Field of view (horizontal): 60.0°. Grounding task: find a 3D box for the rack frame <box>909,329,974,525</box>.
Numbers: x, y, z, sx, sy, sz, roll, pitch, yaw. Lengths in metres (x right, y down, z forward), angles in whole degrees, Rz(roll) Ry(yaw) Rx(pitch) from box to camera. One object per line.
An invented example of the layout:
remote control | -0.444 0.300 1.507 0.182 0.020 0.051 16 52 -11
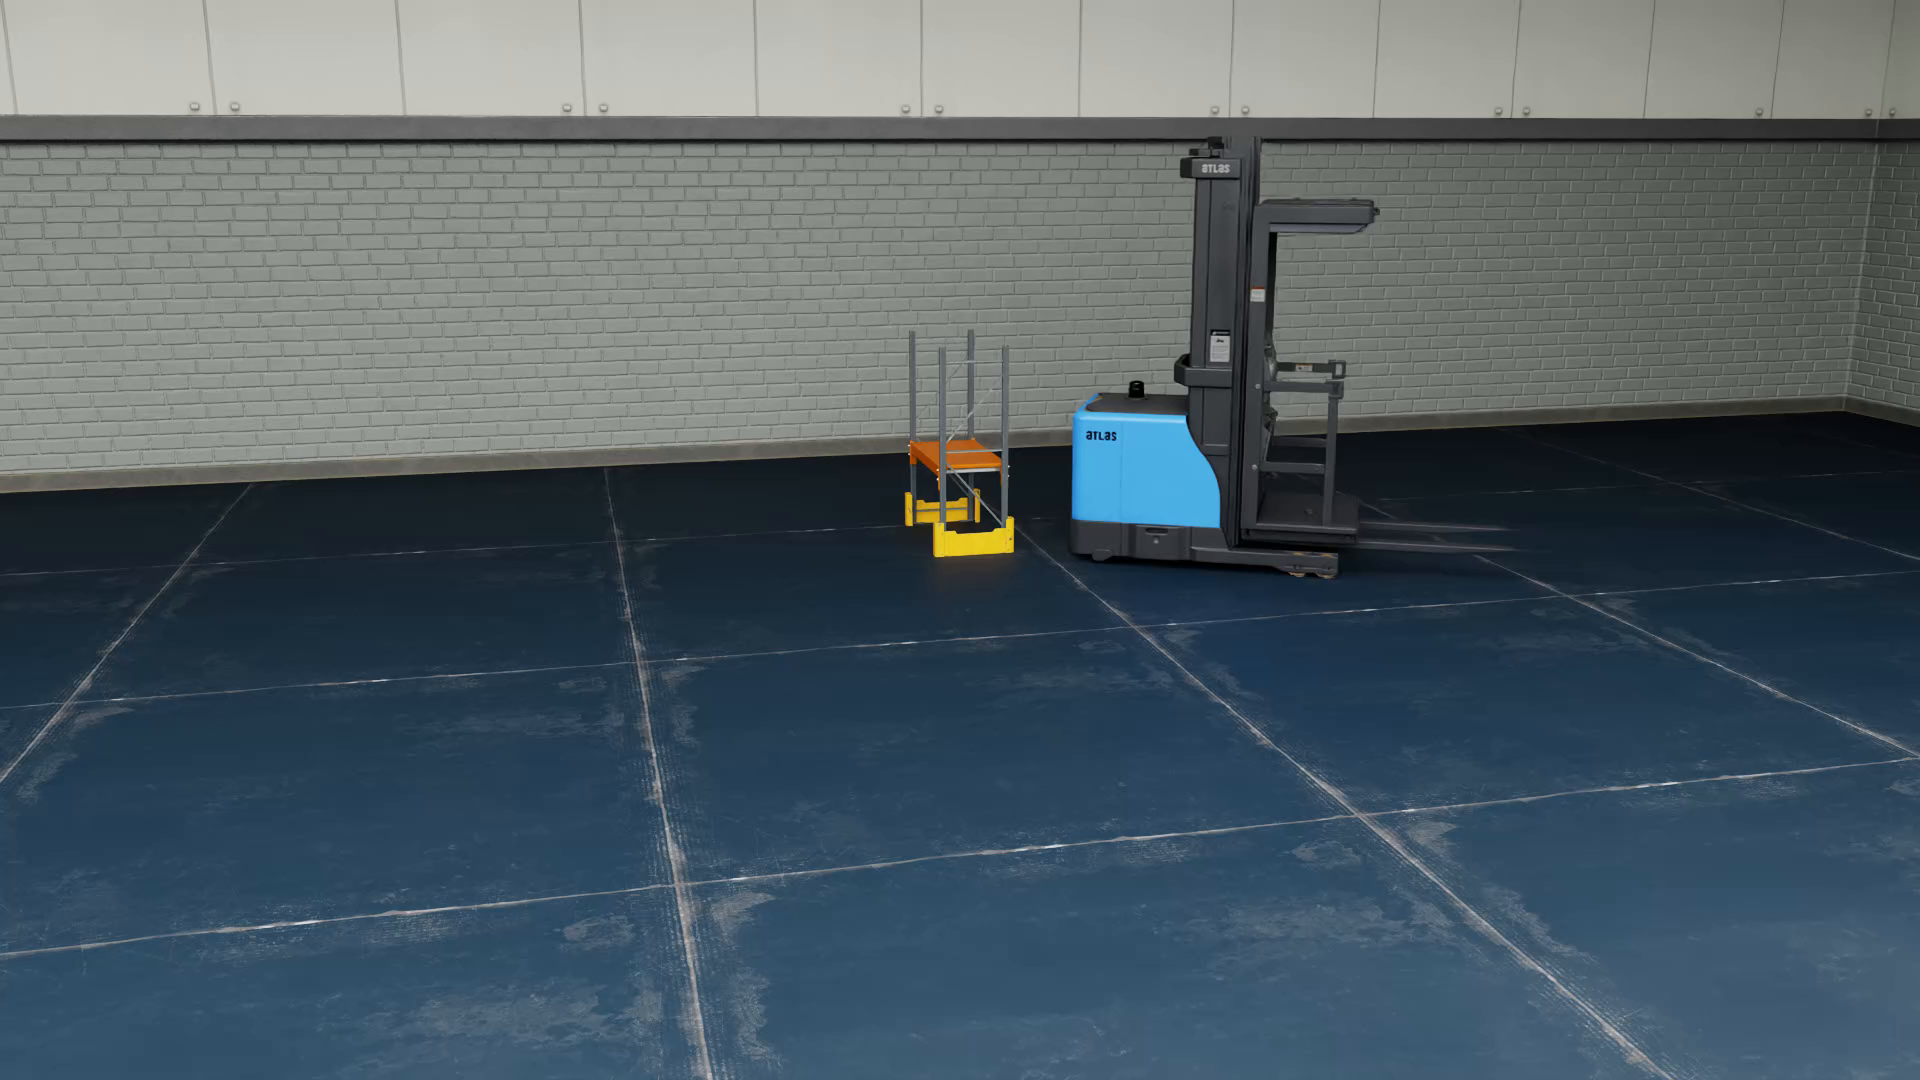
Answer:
rack frame | -0.139 -0.866 12.810 0.500 1.500 0.032 -3 14 -13

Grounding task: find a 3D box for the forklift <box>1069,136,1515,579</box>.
forklift | 2.348 -1.299 11.569 3.031 2.935 1.130 3 14 13

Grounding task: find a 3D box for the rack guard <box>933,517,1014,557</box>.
rack guard | 0.099 -0.024 11.999 0.587 0.250 0.087 -3 14 -13

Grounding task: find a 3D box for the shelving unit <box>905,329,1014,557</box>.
shelving unit | -0.018 -0.746 12.321 0.587 1.500 1.083 -3 14 -13

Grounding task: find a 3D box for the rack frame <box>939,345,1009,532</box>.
rack frame | 0.099 -0.631 11.850 0.500 1.500 0.032 -3 14 -13

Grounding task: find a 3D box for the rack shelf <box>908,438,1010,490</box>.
rack shelf | -0.020 -0.574 12.372 0.538 0.185 1.000 -3 14 -13

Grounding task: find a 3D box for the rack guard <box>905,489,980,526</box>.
rack guard | -0.135 -0.254 12.940 0.587 0.250 0.087 -3 14 -13
